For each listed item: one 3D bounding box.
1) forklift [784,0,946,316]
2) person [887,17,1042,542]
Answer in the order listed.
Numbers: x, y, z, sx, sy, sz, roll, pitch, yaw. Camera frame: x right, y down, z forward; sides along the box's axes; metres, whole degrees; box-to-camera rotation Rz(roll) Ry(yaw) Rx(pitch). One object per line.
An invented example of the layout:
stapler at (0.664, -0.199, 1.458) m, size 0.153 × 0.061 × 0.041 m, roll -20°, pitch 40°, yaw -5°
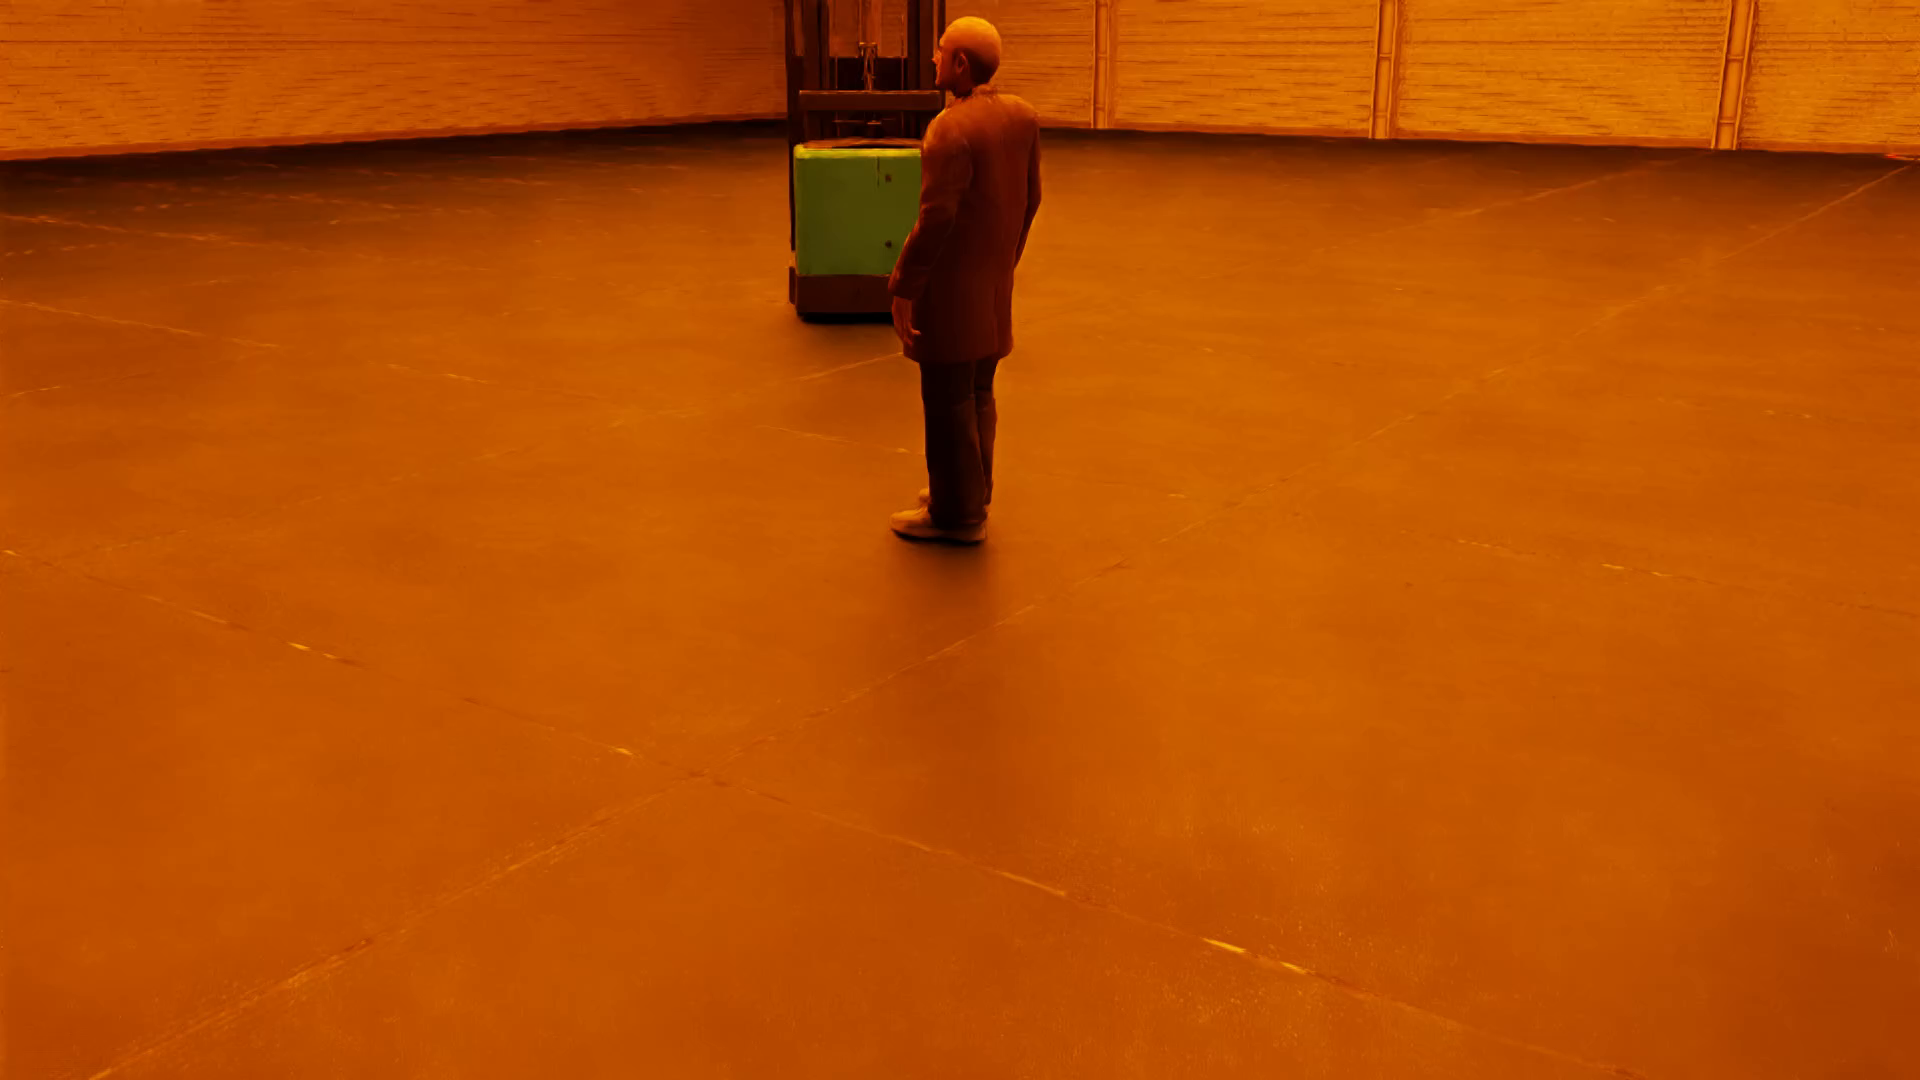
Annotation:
forklift at (-0.666, -3.208, 11.559) m, size 1.130 × 2.935 × 3.031 m, roll -2°, pitch 17°, yaw -6°
person at (-0.073, -0.875, 5.745) m, size 0.580 × 1.776 × 0.694 m, roll 11°, pitch 20°, yaw 33°
